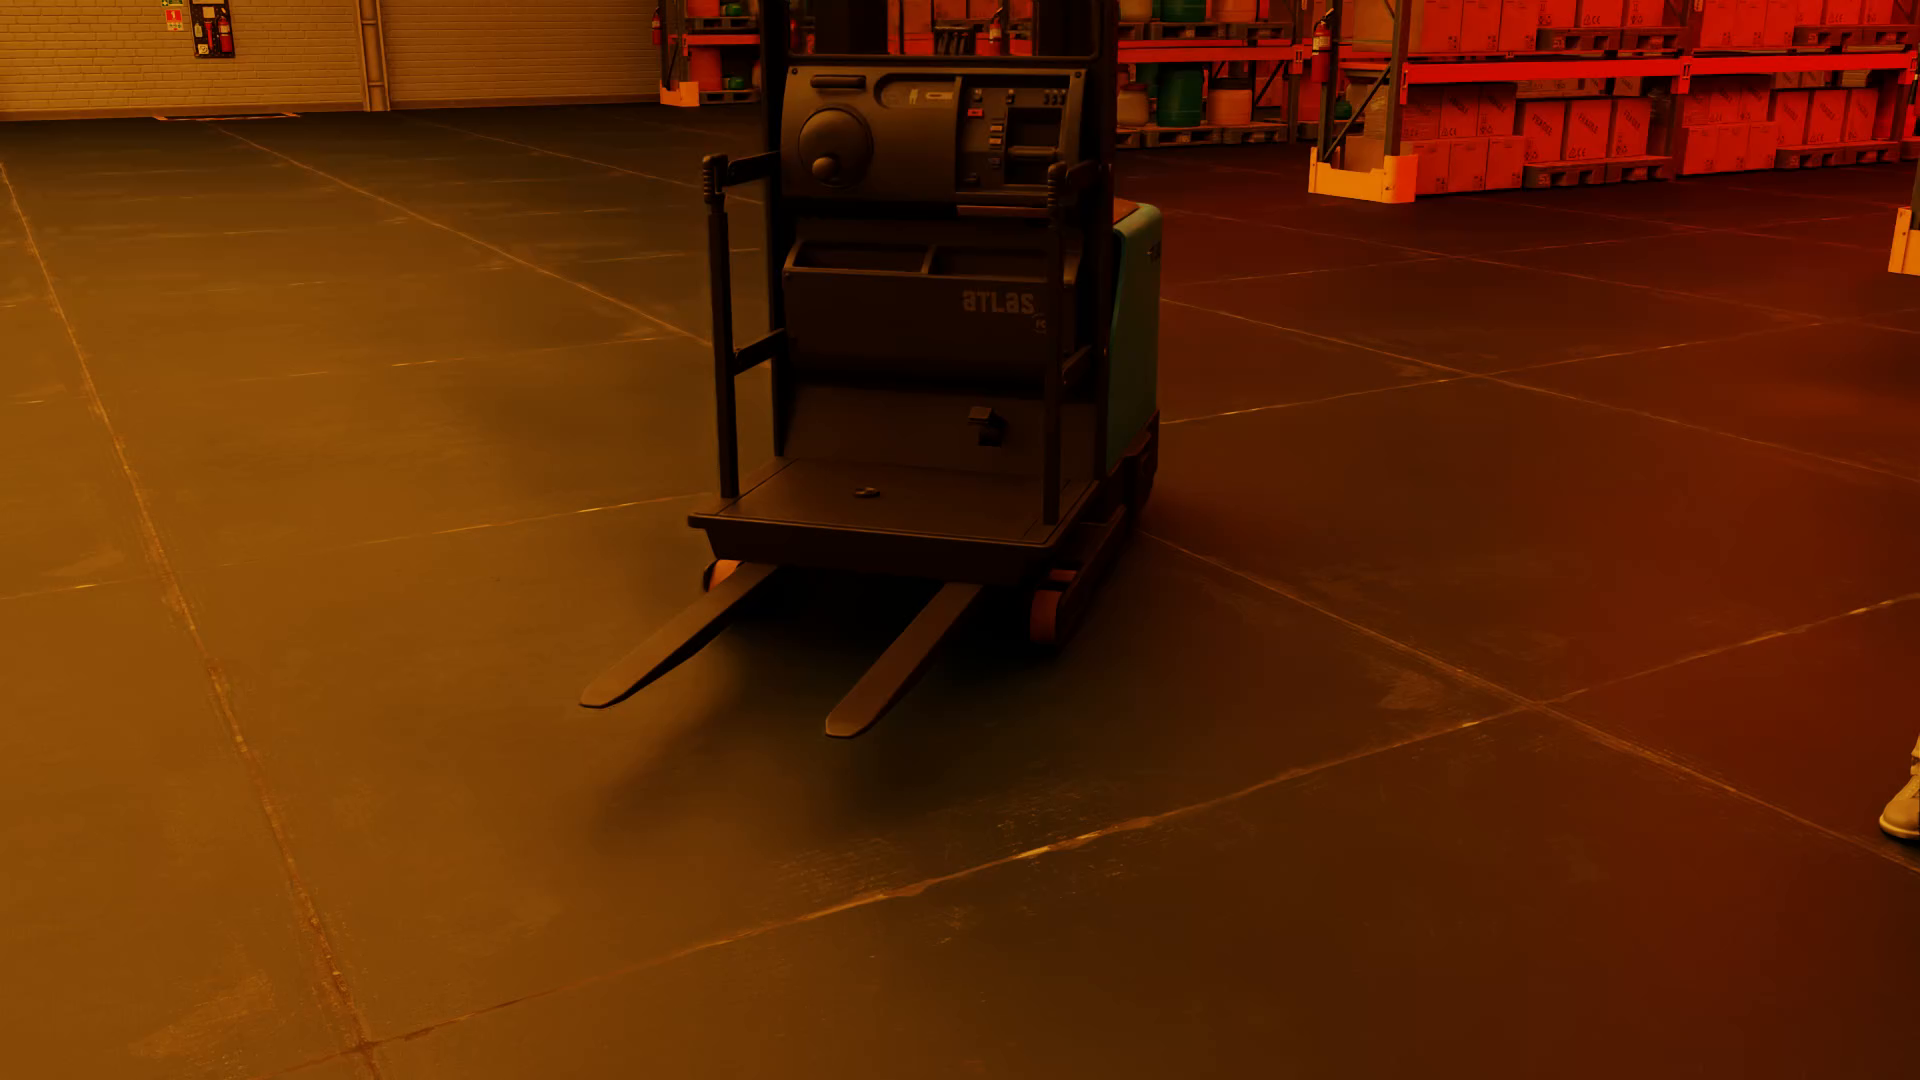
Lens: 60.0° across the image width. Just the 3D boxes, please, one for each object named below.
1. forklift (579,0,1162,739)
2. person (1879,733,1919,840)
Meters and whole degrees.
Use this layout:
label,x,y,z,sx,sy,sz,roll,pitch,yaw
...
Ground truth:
label,x,y,z,sx,sy,sz,roll,pitch,yaw
forklift,-0.144,-1.221,4.770,1.130,2.935,3.031,5,19,15
person,2.322,-0.145,3.463,0.461,1.693,0.341,11,21,31
